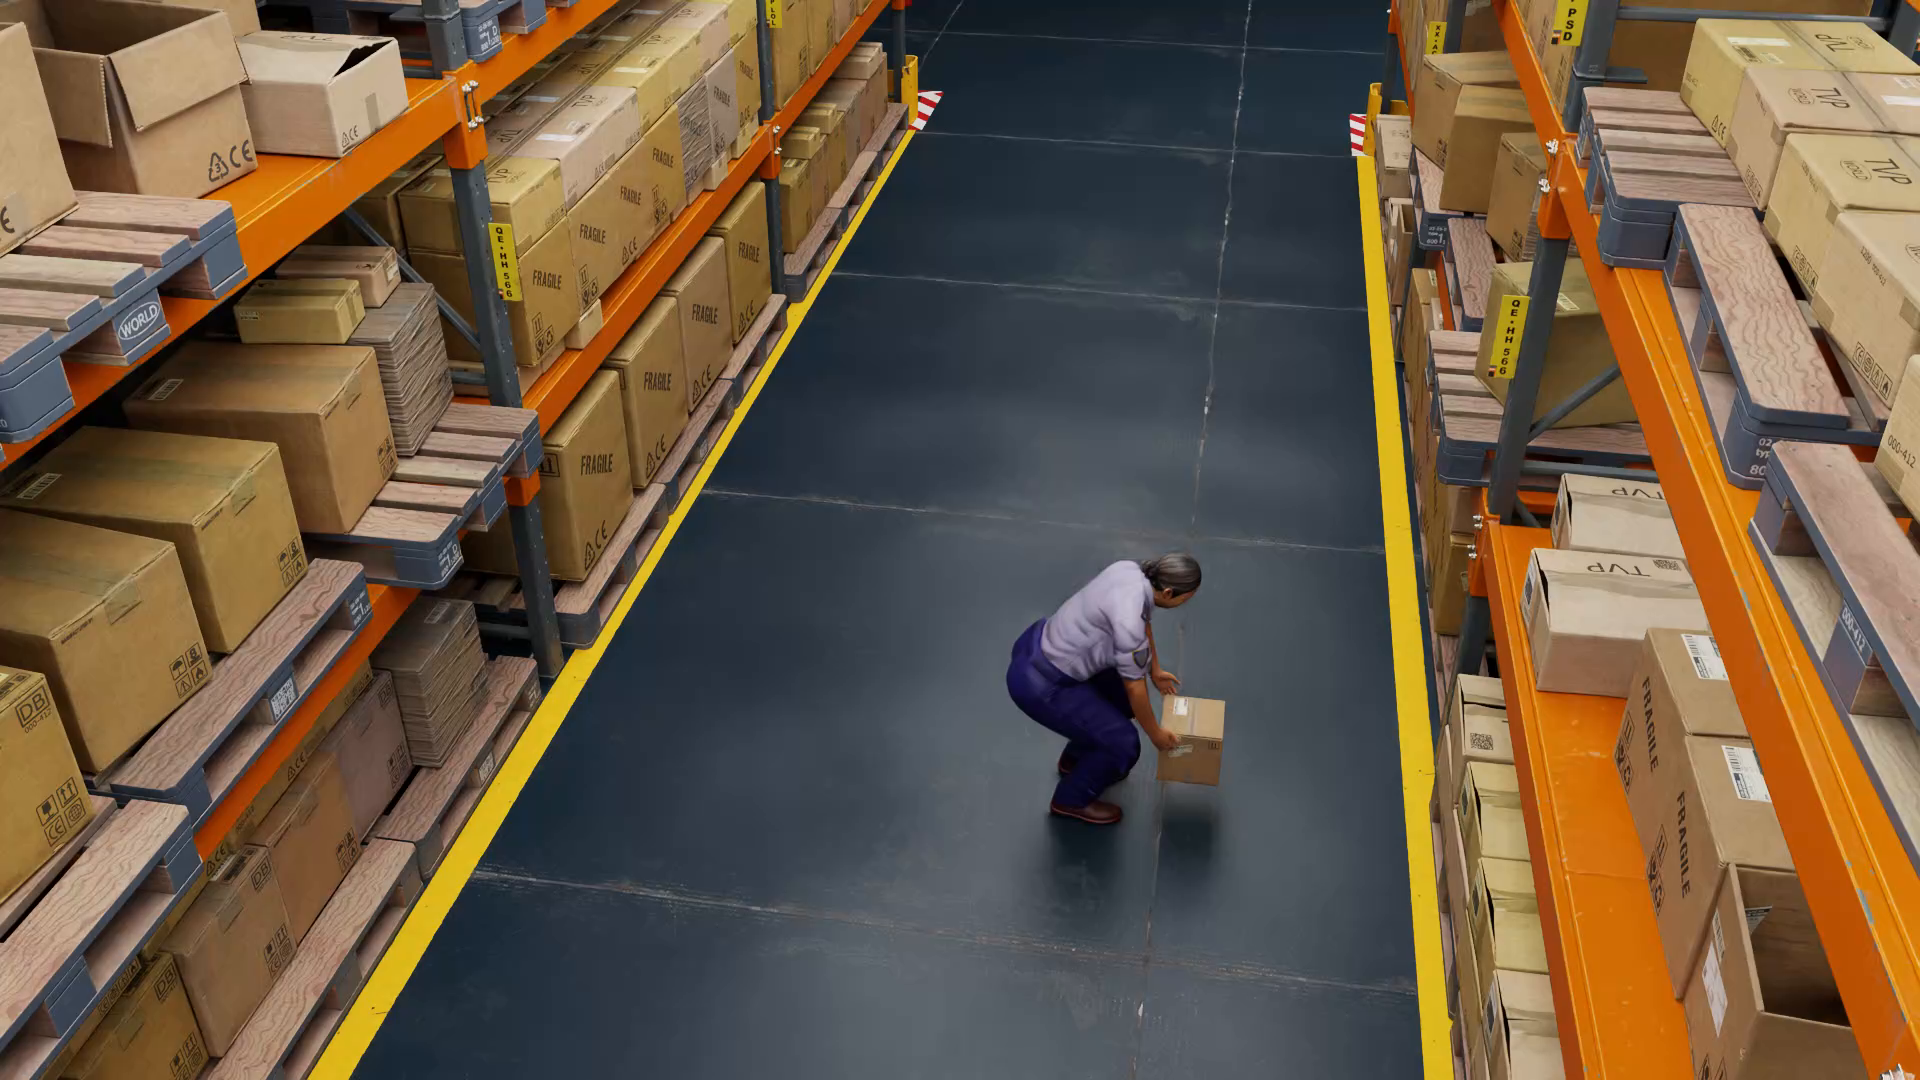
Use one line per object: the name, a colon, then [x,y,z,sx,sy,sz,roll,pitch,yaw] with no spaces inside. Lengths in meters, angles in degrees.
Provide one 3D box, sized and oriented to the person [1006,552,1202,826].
person: [0.567,0.545,6.719,0.736,1.202,0.537,5,33,8]
